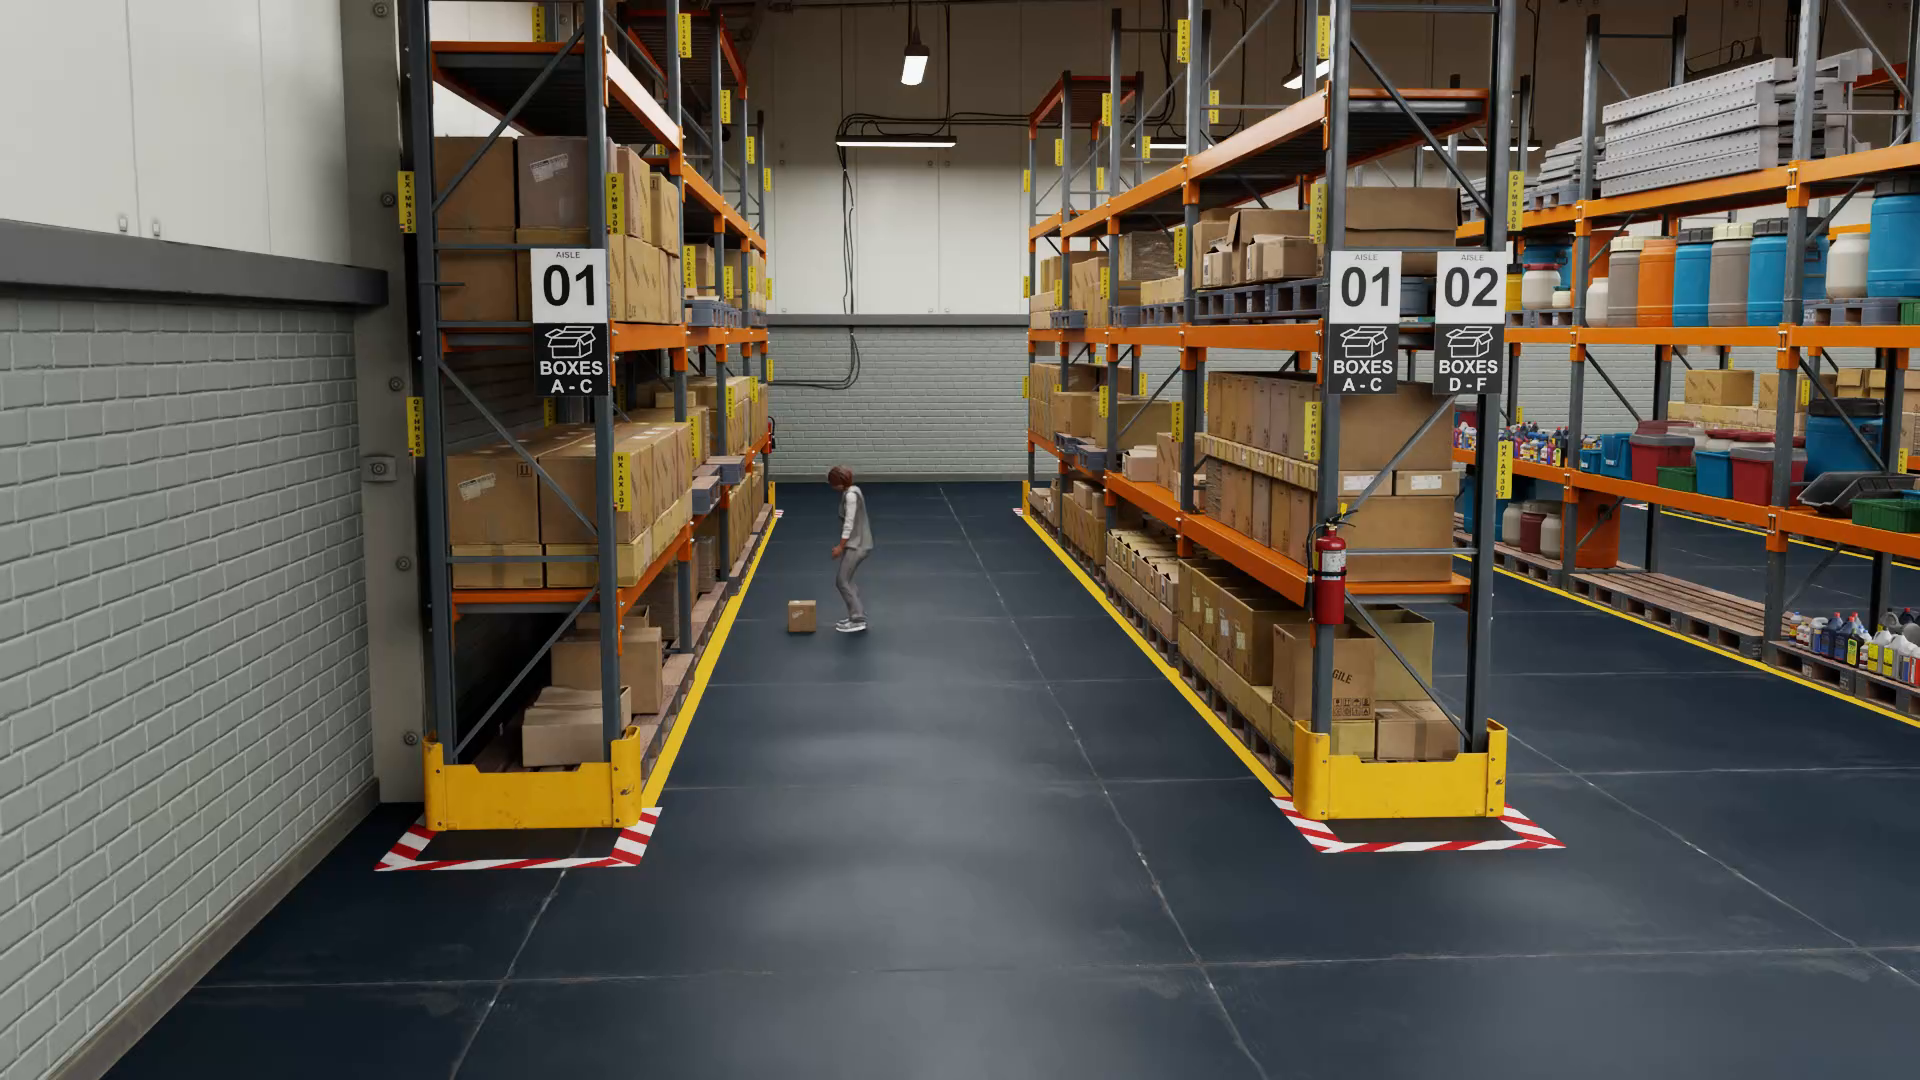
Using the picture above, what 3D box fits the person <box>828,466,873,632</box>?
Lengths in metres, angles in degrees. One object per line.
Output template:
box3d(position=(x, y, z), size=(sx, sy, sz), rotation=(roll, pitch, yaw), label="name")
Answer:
box3d(position=(-1.014, 0.077, 15.461), size=(0.417, 1.538, 0.433), rotation=(0, 7, -2), label="person")
